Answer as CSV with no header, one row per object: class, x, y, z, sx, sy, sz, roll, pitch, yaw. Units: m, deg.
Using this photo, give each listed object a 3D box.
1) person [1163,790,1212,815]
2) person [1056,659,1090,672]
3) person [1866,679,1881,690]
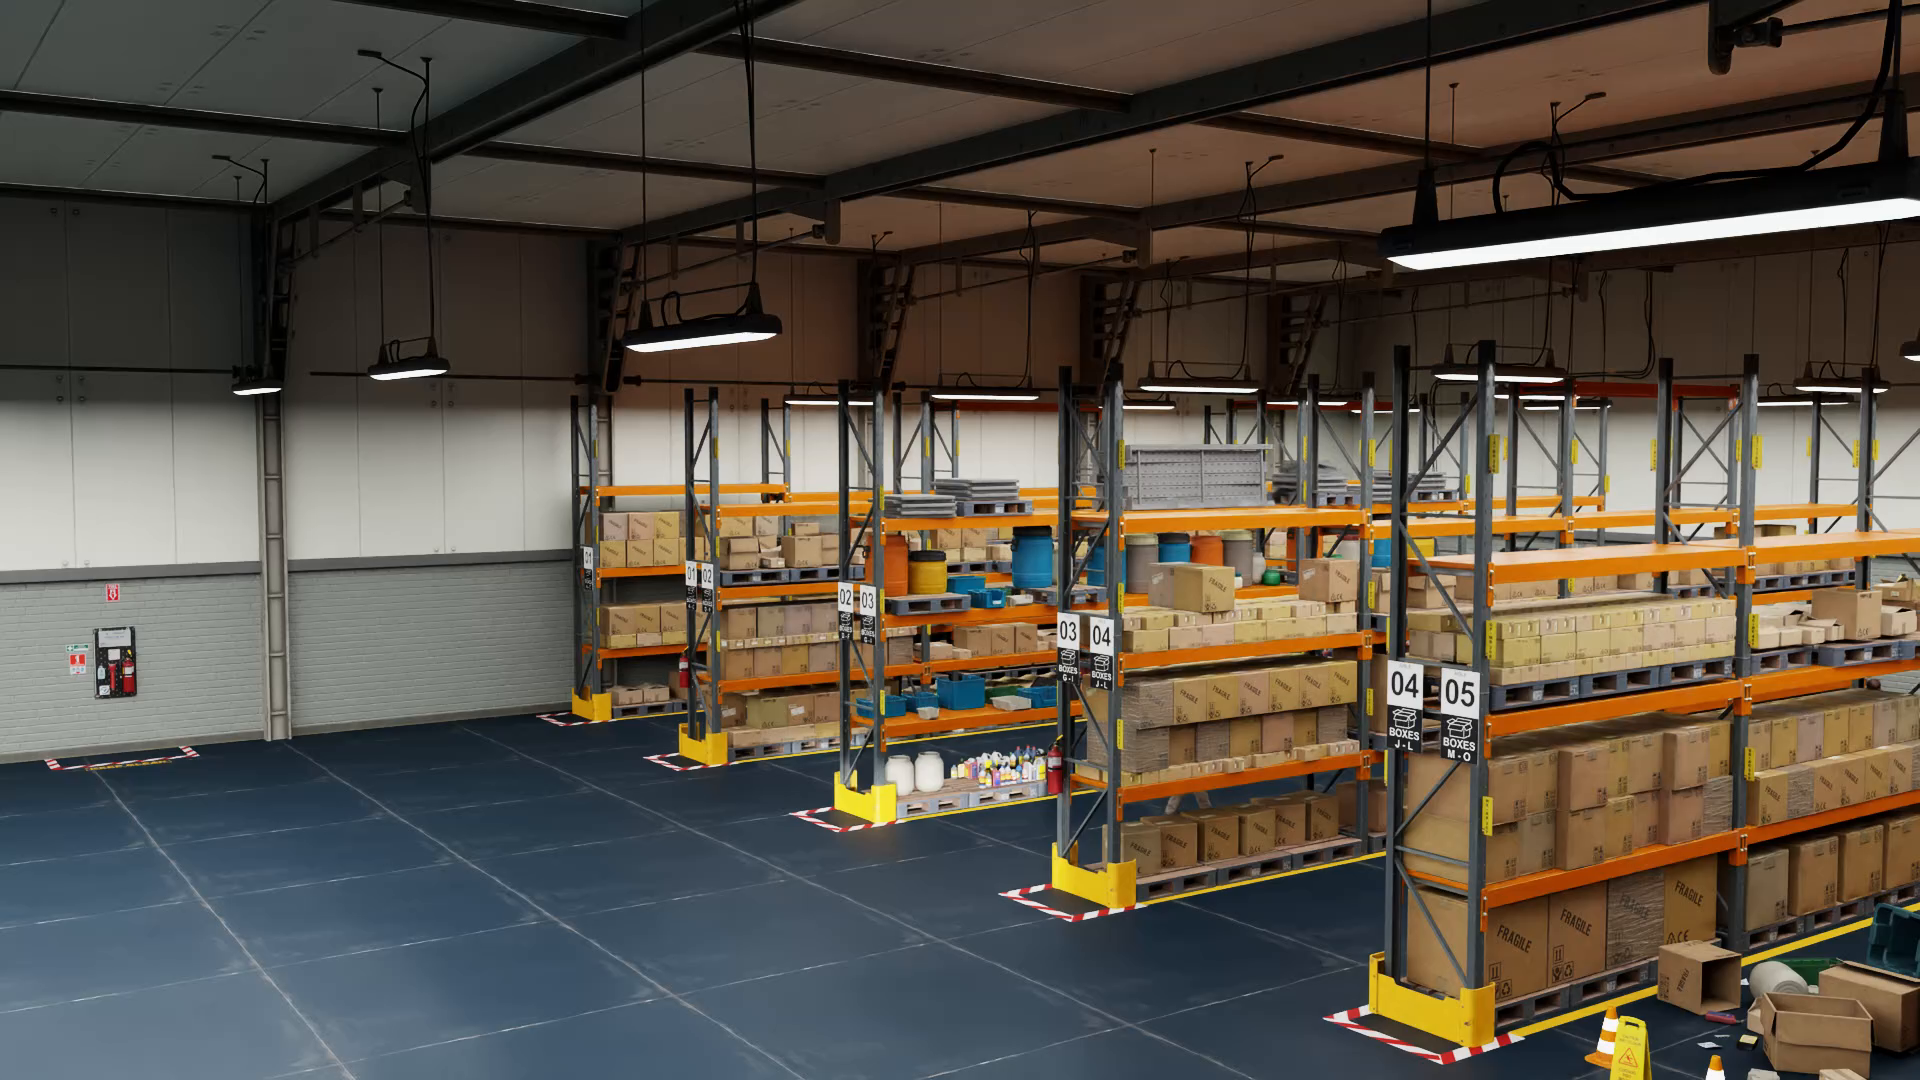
person,3.019,2.936,22.565,0.885,1.689,0.592,0,3,-7
person,2.558,2.018,35.201,1.108,1.523,0.589,-3,5,-43
person,13.337,2.869,24.347,0.501,1.670,0.502,-1,4,-18
